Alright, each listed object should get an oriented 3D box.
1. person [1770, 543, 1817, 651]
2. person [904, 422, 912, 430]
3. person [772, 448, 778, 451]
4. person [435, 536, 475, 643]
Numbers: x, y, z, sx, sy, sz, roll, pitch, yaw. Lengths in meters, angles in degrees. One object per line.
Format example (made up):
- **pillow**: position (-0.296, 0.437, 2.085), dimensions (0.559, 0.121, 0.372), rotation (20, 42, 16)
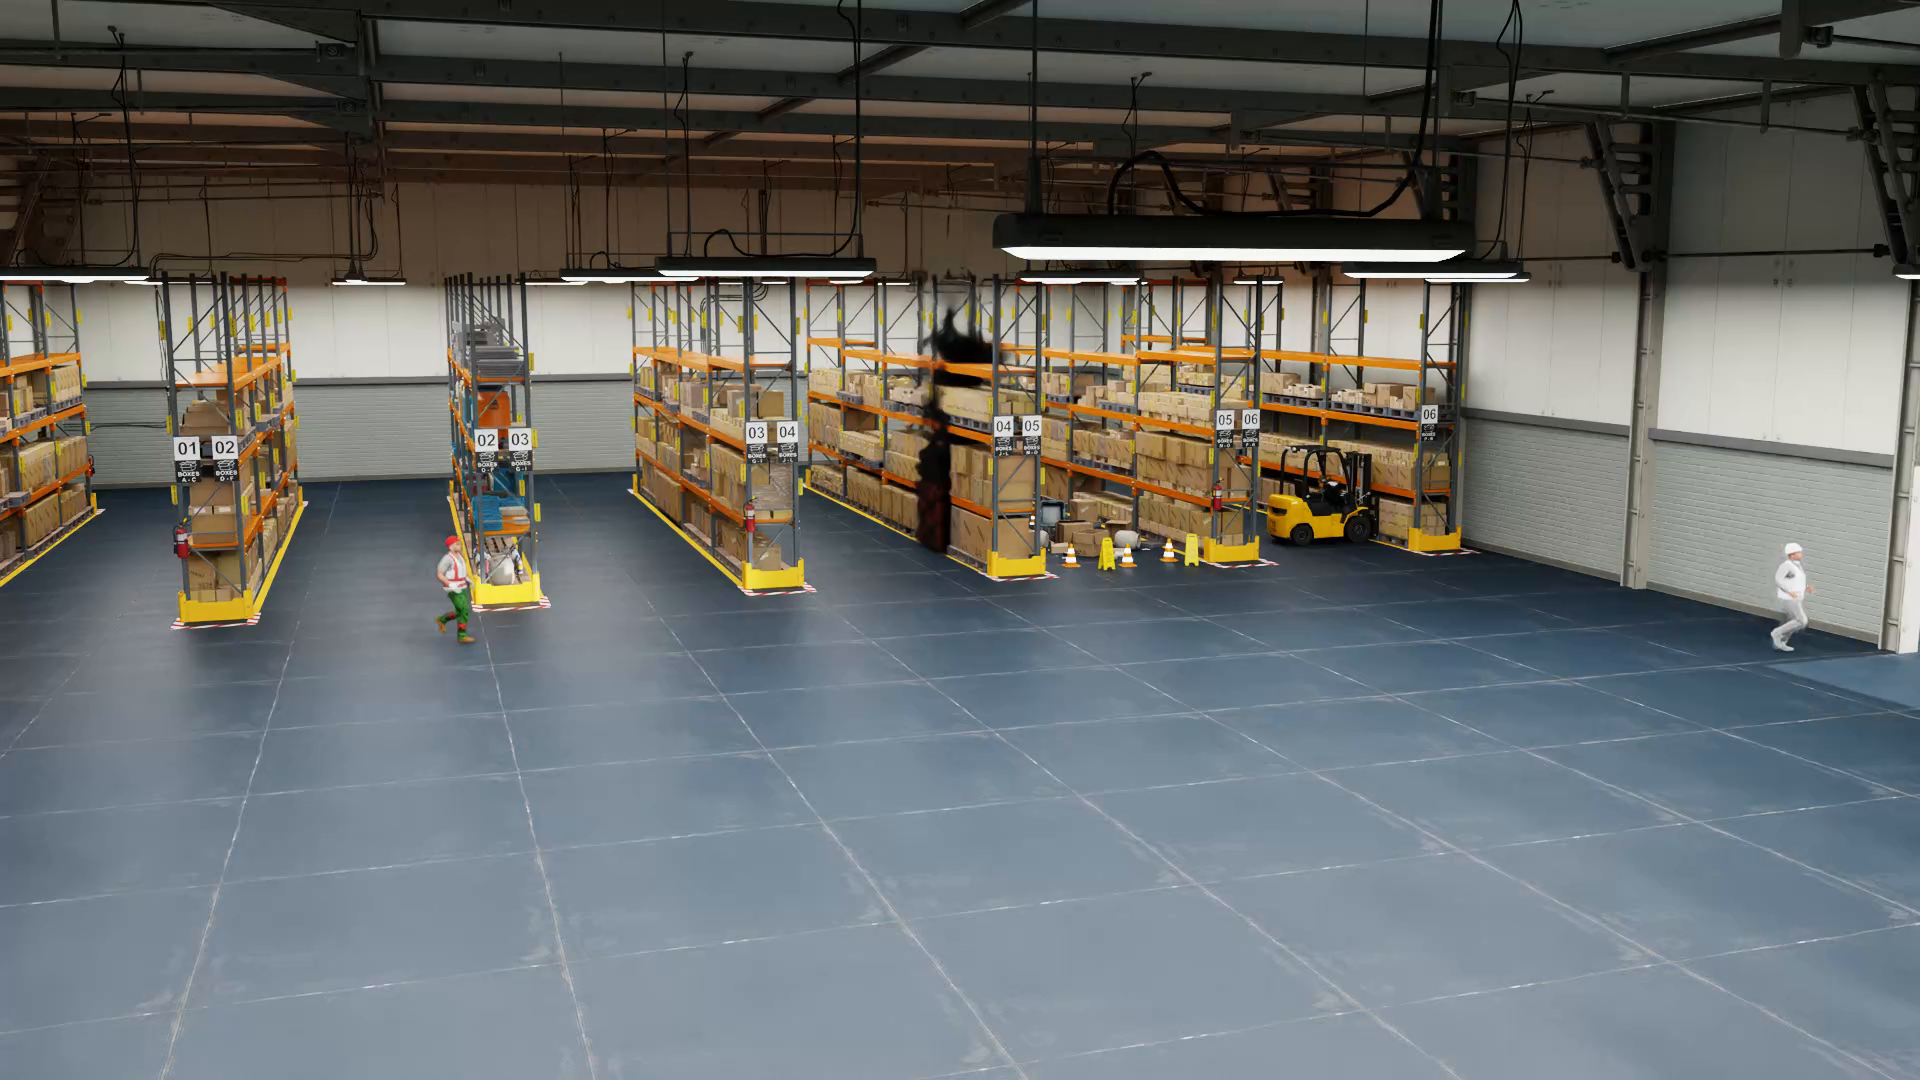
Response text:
- **person**: position (13.192, 0.911, 26.287), dimensions (0.567, 1.728, 0.637), rotation (7, 11, 39)
- **person**: position (-1.566, -2.787, 50.741), dimensions (0.965, 1.711, 0.674), rotation (-3, 9, -20)
- **person**: position (-5.117, -2.090, 46.306), dimensions (0.556, 1.662, 0.603), rotation (-2, 9, -15)
- **person**: position (-8.253, 0.796, 27.026), dimensions (0.724, 1.747, 0.698), rotation (2, 9, 11)
